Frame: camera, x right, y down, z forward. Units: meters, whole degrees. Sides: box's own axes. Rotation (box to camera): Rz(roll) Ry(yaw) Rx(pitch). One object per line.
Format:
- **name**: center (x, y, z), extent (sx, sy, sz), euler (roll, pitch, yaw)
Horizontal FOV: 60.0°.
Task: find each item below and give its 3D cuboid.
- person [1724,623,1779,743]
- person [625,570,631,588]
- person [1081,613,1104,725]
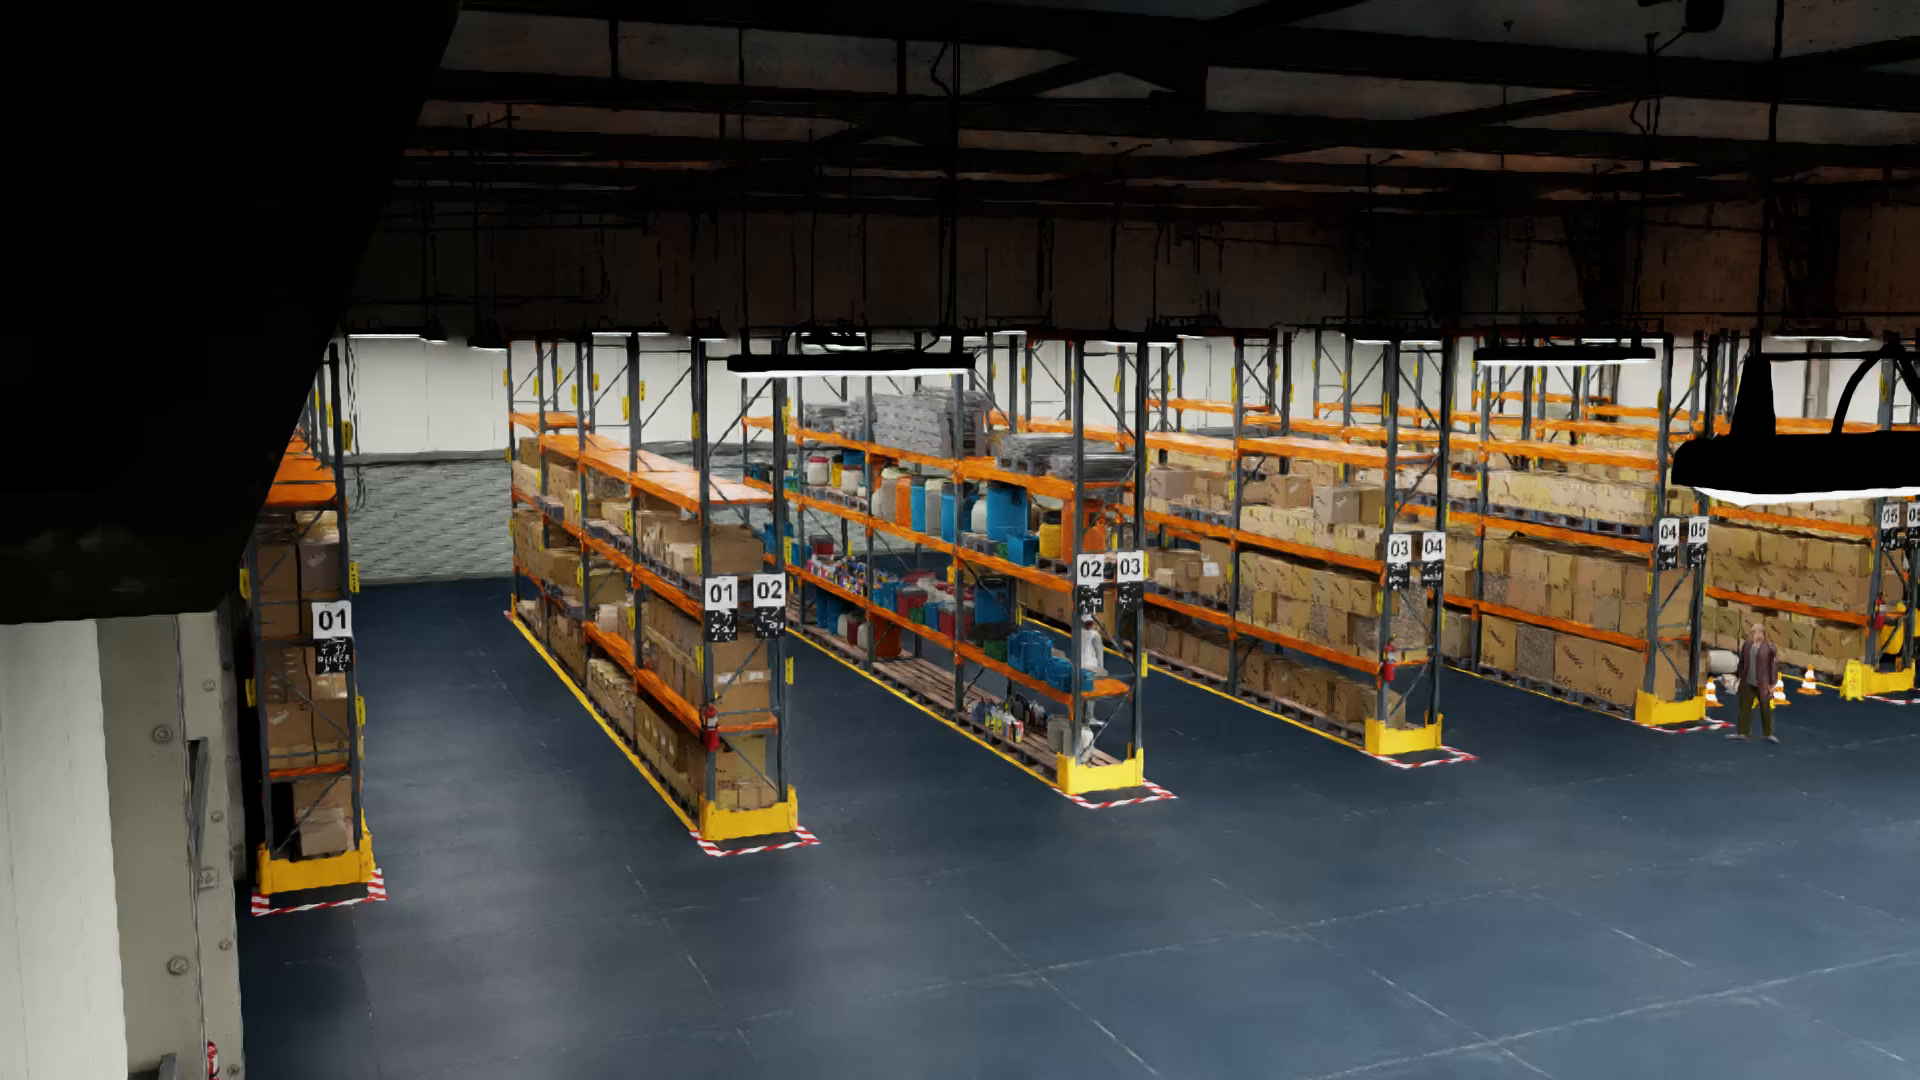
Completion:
- **person**: center (11.799, 2.203, 24.619), extent (0.570, 1.589, 0.692), euler (-6, 10, -37)
- **person**: center (-7.506, 0.274, 38.375), extent (0.719, 1.714, 0.578), euler (-4, 9, -24)
- **person**: center (1.983, 1.945, 25.704), extent (0.615, 1.779, 0.405), euler (8, 11, 44)
